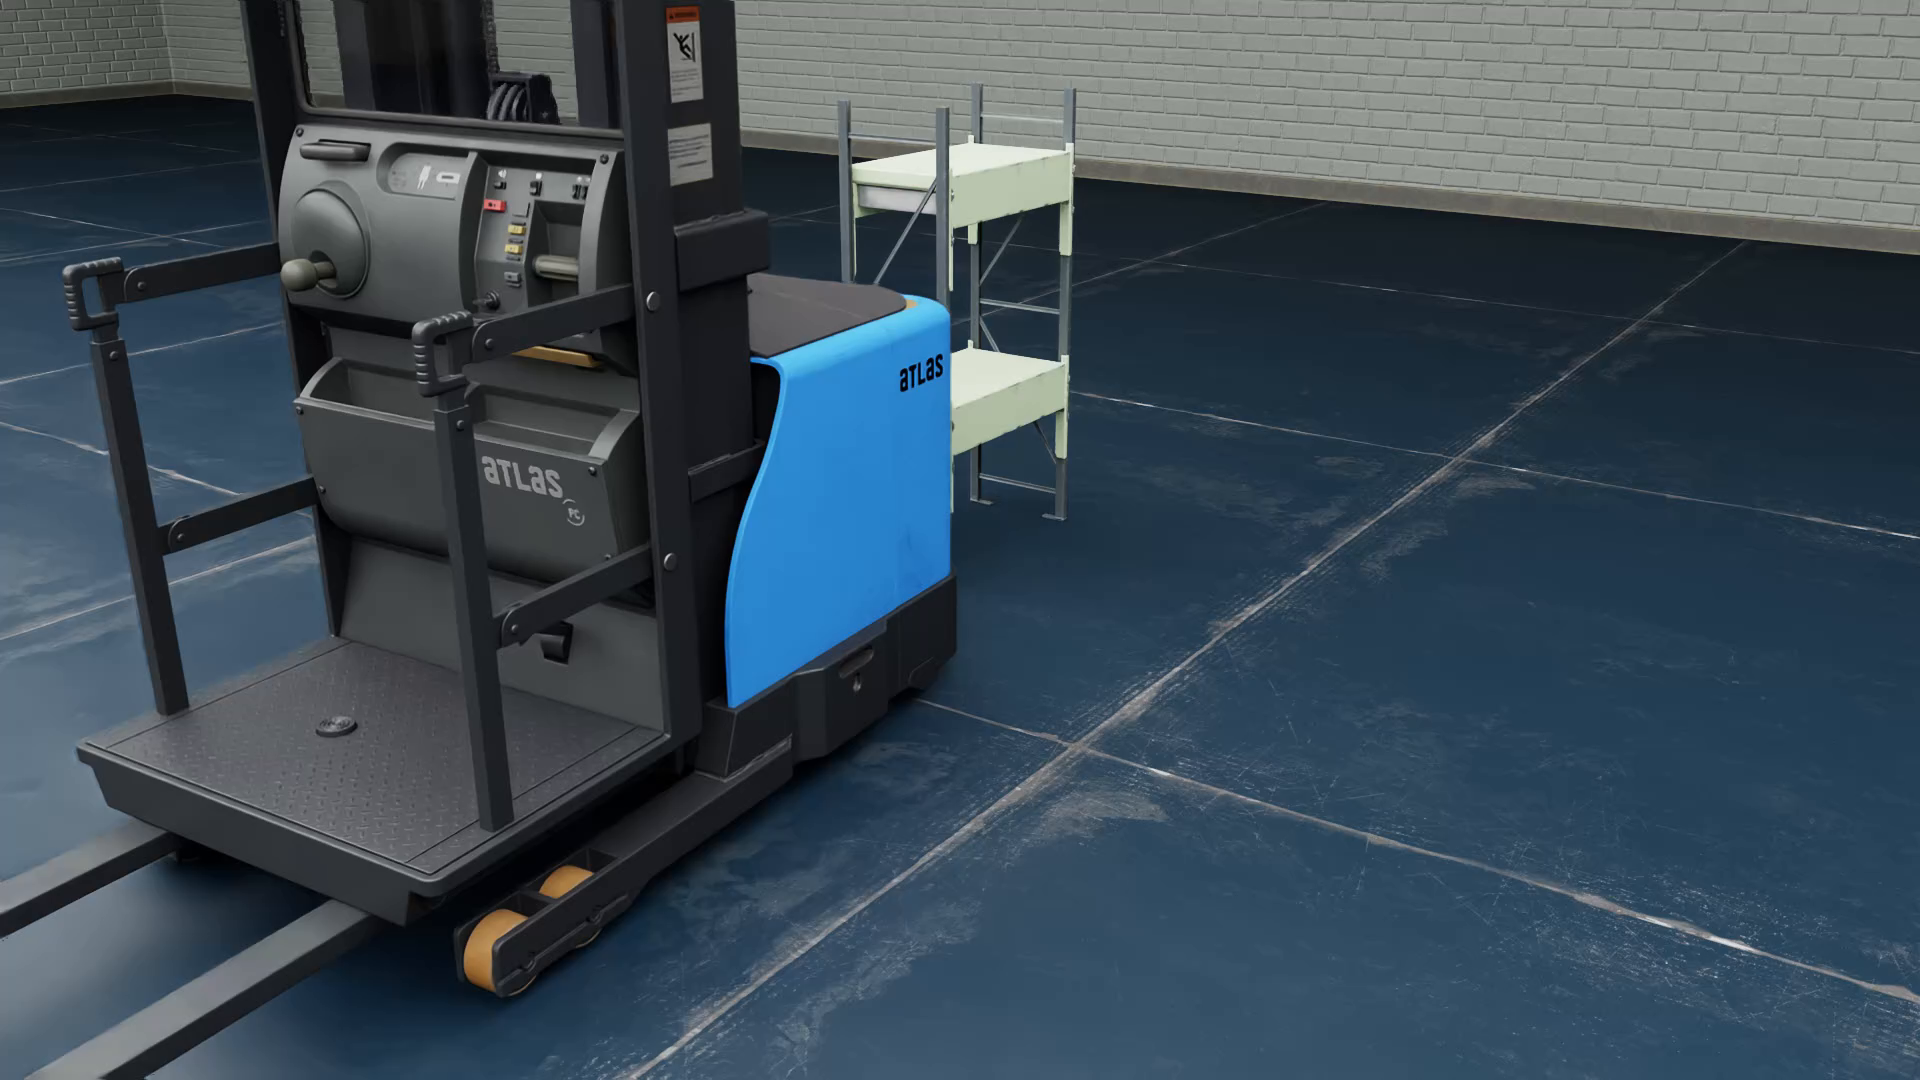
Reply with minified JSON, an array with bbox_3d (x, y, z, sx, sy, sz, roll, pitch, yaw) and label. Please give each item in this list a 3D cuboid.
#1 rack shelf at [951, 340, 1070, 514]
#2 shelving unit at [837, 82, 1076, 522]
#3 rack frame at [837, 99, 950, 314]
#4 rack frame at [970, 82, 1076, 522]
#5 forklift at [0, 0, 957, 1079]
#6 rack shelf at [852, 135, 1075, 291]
[{"bbox_3d":[0.004,-0.400,5.623,0.431,0.370,0.720,13,24,32],"label":"rack shelf"},{"bbox_3d":[0.004,-0.705,5.510,0.431,1.500,0.755,13,24,32],"label":"shelving unit"},{"bbox_3d":[-0.202,-0.600,5.226,0.400,1.500,0.023,13,24,32],"label":"rack frame"},{"bbox_3d":[0.209,-0.810,5.794,0.400,1.500,0.023,13,24,32],"label":"rack frame"},{"bbox_3d":[-1.191,-0.650,3.296,1.130,2.935,3.031,12,23,28],"label":"forklift"},{"bbox_3d":[0.004,-1.071,5.375,0.431,0.370,0.720,13,24,32],"label":"rack shelf"}]
